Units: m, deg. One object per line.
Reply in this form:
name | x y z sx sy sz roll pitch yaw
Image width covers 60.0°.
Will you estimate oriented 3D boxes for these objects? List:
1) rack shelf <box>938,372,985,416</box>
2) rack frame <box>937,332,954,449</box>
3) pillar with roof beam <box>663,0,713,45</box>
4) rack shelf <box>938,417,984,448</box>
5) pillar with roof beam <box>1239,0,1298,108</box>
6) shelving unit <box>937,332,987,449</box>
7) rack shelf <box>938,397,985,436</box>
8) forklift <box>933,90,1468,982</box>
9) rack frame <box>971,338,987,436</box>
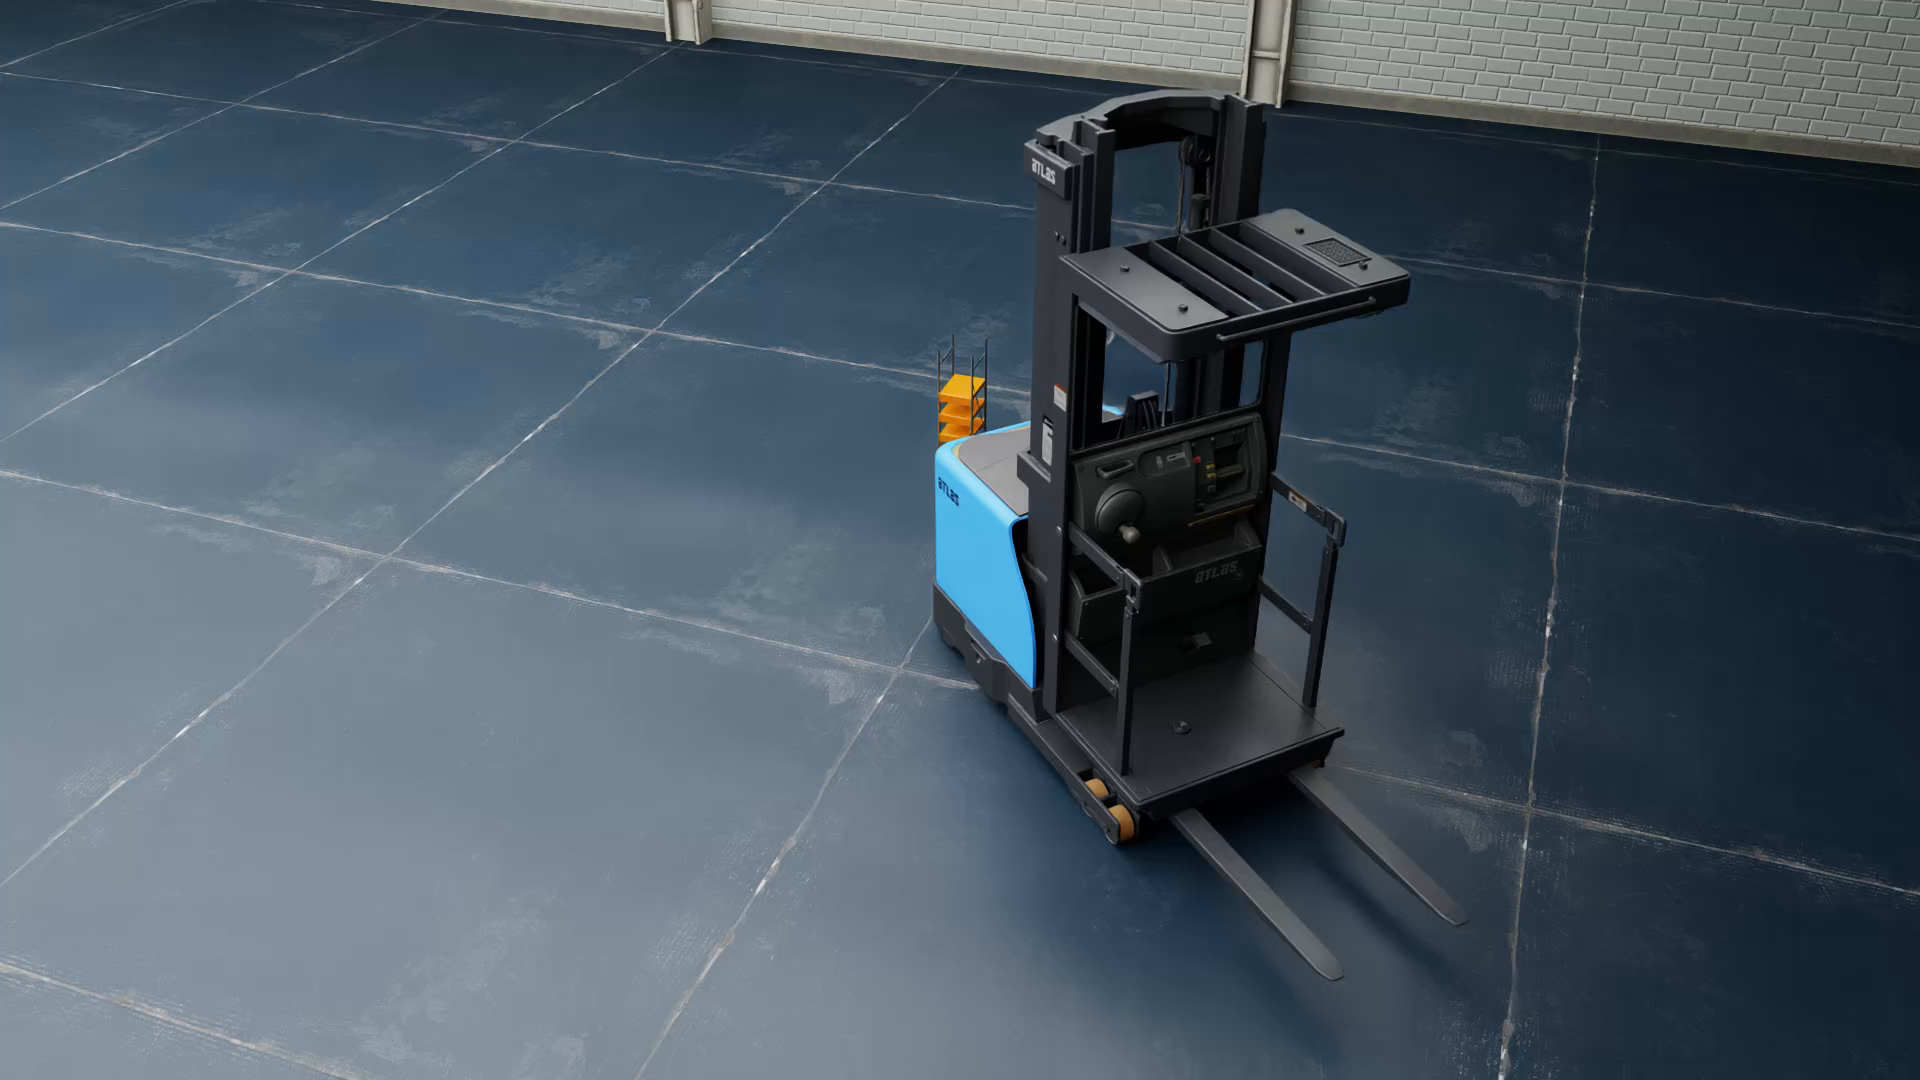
rack shelf | 0.014 -0.767 8.717 0.180 0.103 0.258 11 34 16
rack frame | -0.073 -0.518 8.914 0.006 1.200 0.240 11 34 16
pillar with roof beam | -4.259 -6.797 11.450 0.400 9.000 9.100 11 34 16
rack shelf | 0.014 -0.565 8.848 0.180 0.103 0.258 11 34 16
pillar with roof beam | 1.389 -5.699 9.749 0.400 9.000 9.100 11 34 16
shelving unit | 0.014 -0.501 8.888 0.189 1.200 0.258 11 34 16
rack shelf | 0.014 -0.666 8.782 0.180 0.103 0.258 11 34 16
forklift | 0.994 -0.199 6.824 1.130 2.935 3.031 -16 36 -23
rack frame | 0.100 -0.485 8.863 0.006 1.200 0.240 11 34 16
